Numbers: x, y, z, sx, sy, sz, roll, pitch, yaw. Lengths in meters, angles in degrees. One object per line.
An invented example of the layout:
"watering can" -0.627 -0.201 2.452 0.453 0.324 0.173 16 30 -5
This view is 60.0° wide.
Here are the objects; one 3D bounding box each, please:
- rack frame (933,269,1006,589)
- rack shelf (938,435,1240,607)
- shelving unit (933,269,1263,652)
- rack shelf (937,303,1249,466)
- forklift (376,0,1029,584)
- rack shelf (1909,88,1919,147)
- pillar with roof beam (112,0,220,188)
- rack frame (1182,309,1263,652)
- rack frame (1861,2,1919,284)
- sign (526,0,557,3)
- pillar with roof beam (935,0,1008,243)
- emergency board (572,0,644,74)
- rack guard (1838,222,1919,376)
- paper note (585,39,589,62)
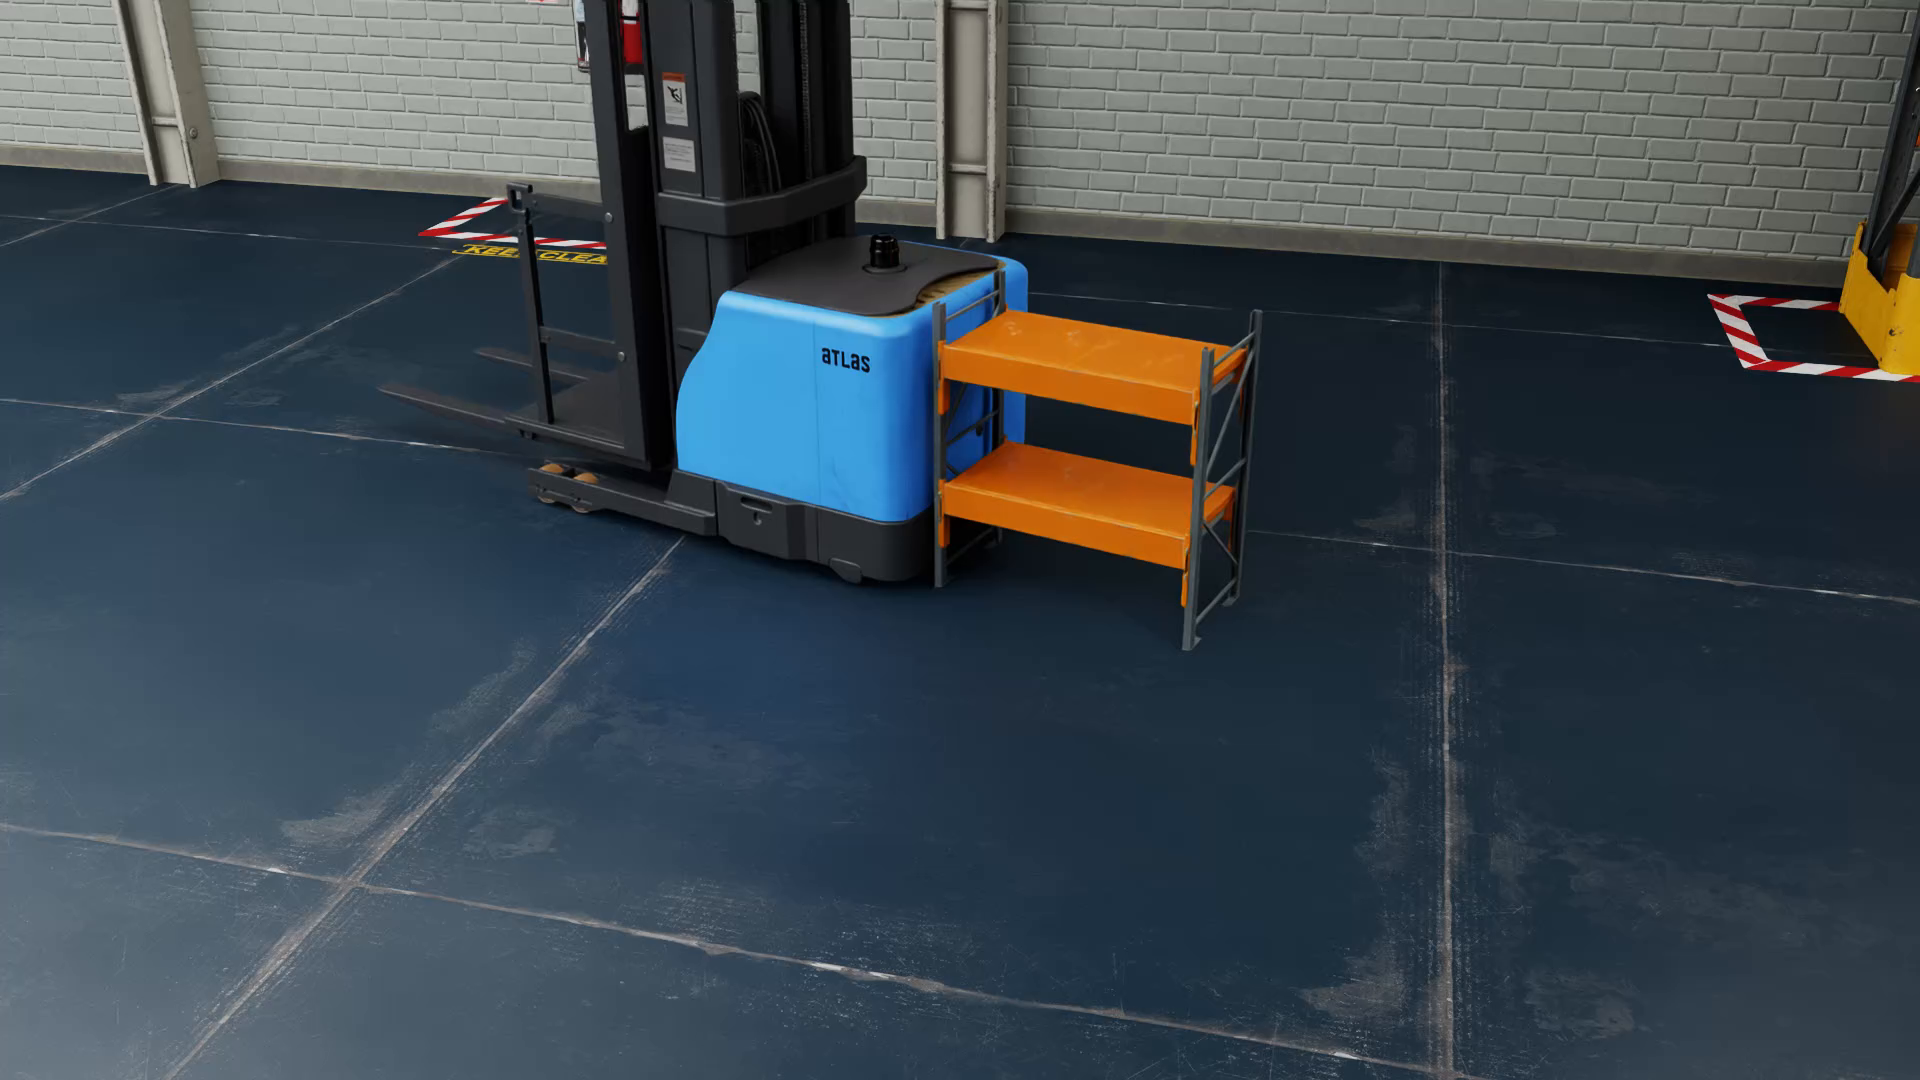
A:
"rack frame" 0.038 -0.418 6.319 0.032 1.125 0.500 13 29 26
"rack shelf" 0.482 -0.091 6.201 1.000 0.278 0.538 13 29 26
"shelving unit" 0.482 -0.311 6.095 1.048 1.125 0.538 13 29 26
"rack shelf" 0.482 -0.576 5.970 1.000 0.278 0.538 13 29 26
"forklift" -1.244 -1.613 6.729 3.031 2.935 1.130 15 29 28
"rack shelf" 6.928 -1.906 8.101 4.000 0.370 1.077 6 26 13
"pillar with roof beam" -6.810 -4.931 6.639 0.400 9.000 9.100 6 26 13
"rack frame" 0.926 -0.205 5.872 0.032 1.125 0.500 13 29 26
"rack frame" 4.991 -2.445 8.396 0.127 3.000 1.000 6 26 13
"sign" -2.820 -3.771 11.140 0.234 0.329 0.001 6 26 13
"pillar with roof beam" -0.999 -4.289 5.290 0.400 9.000 9.100 6 26 13
"emergency board" -2.311 -3.653 10.933 0.643 1.169 0.194 6 26 13
"rack guard" 5.064 -1.308 8.916 0.348 0.500 1.175 6 26 13
"paper note" -2.465 -3.303 11.223 0.142 0.148 0.016 6 26 13
